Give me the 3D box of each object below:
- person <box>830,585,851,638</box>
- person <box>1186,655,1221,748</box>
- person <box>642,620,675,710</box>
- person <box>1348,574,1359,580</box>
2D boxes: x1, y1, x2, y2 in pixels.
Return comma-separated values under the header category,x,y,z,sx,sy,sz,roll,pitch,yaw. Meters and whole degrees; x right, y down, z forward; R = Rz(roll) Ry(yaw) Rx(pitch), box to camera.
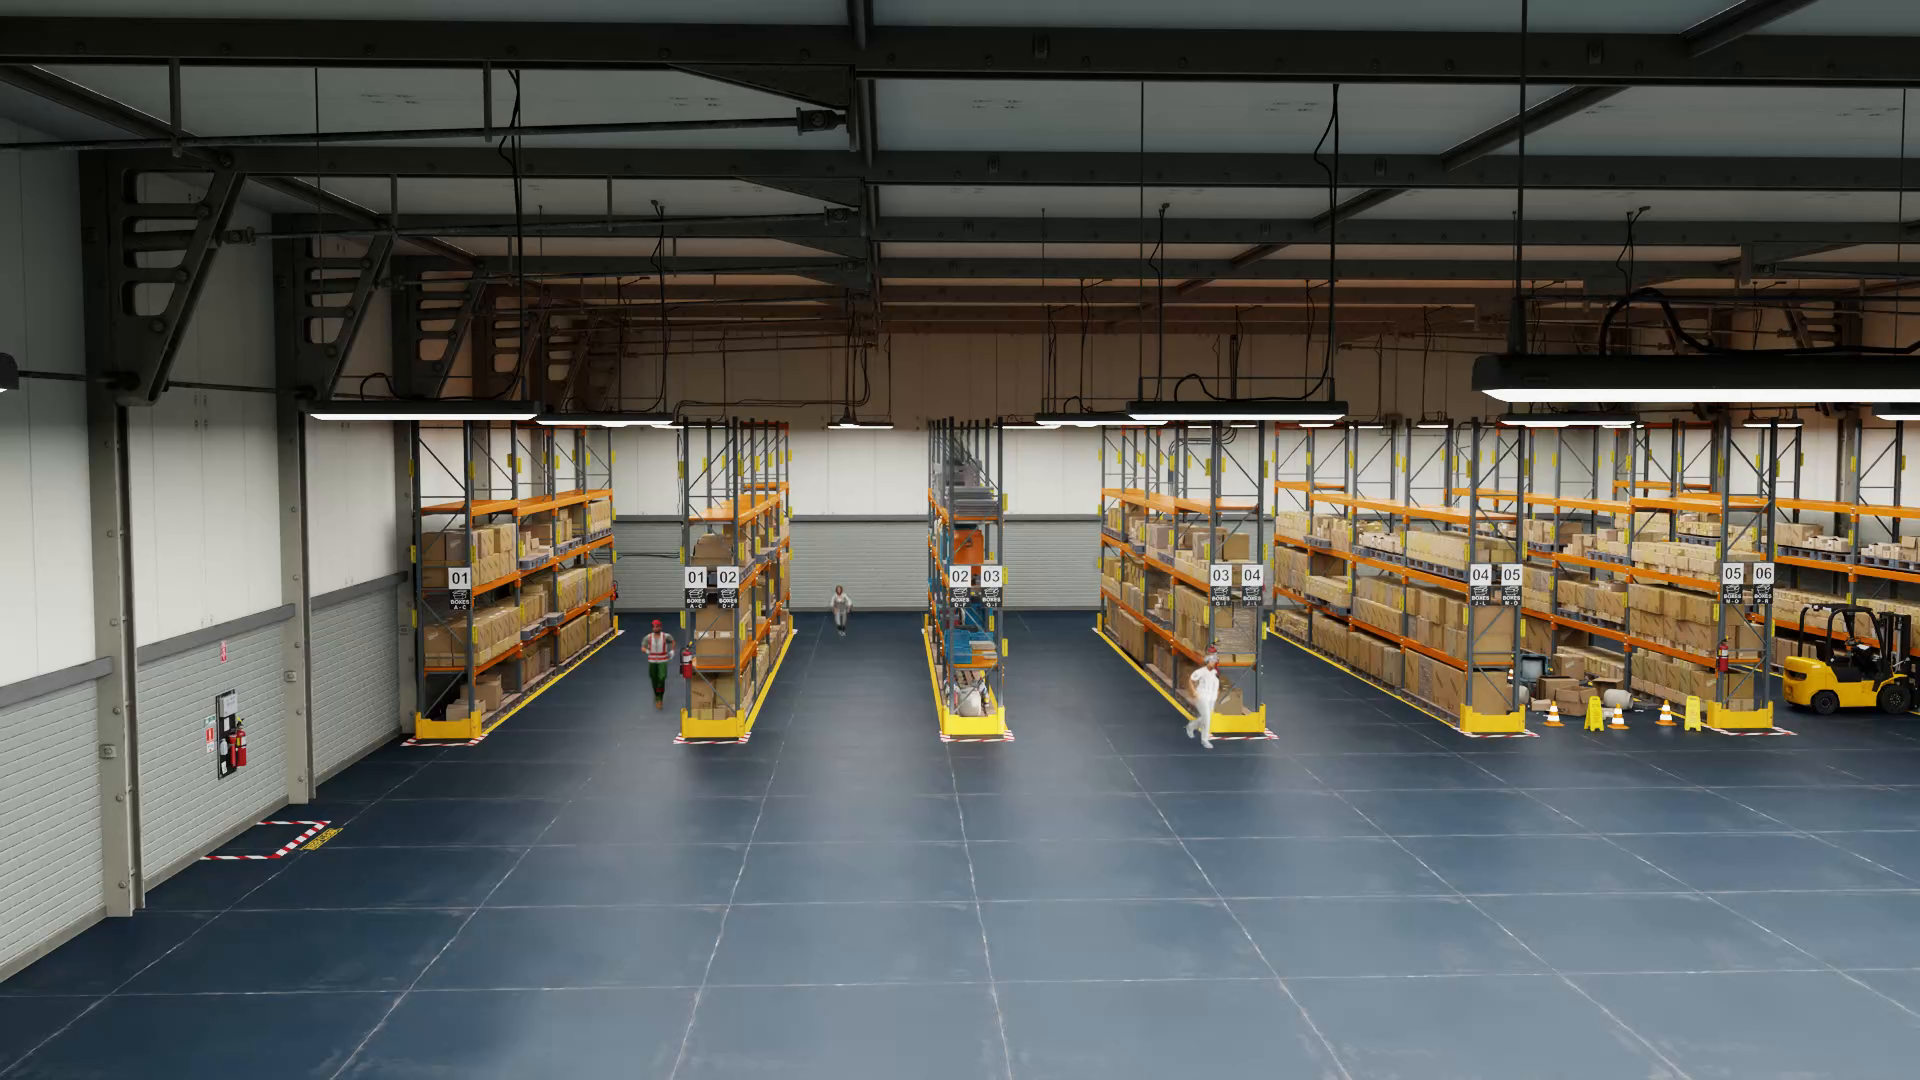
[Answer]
category,x,y,z,sx,sy,sz,roll,pitch,yaw
person,-3.205,1.934,44.637,0.567,1.451,0.544,0,4,-6
person,4.488,2.933,30.479,0.629,1.651,0.817,-3,5,-36
person,-6.296,2.565,34.640,0.664,1.806,0.953,0,4,-1
person,11.643,1.666,49.173,0.820,1.866,0.727,-1,4,-8
